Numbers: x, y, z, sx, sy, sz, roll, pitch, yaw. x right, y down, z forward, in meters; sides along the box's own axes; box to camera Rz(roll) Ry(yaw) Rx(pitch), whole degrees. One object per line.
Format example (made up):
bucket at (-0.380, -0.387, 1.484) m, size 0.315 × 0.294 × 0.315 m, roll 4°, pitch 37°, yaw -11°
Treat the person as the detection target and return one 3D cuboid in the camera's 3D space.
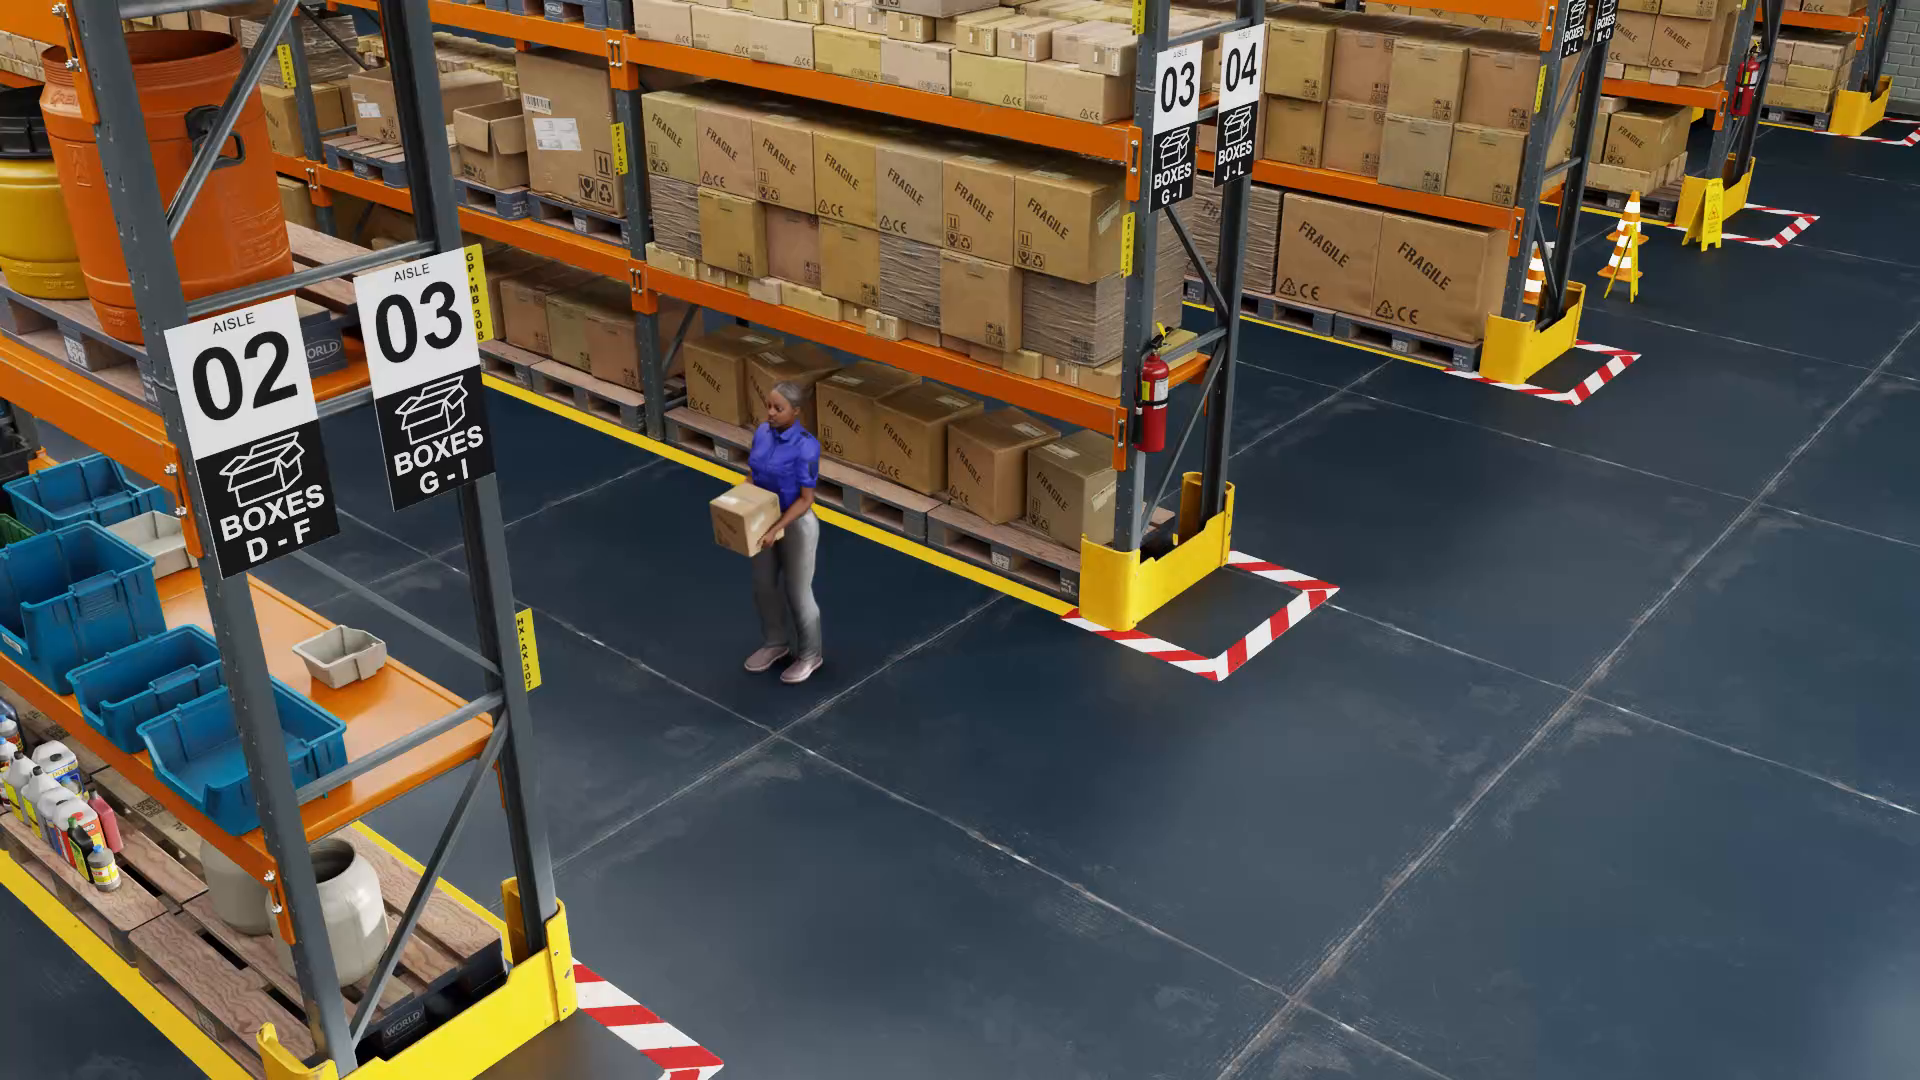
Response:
person at (-0.974, -0.025, 8.675) m, size 0.460 × 1.653 × 0.500 m, roll 21°, pitch 34°, yaw 34°
